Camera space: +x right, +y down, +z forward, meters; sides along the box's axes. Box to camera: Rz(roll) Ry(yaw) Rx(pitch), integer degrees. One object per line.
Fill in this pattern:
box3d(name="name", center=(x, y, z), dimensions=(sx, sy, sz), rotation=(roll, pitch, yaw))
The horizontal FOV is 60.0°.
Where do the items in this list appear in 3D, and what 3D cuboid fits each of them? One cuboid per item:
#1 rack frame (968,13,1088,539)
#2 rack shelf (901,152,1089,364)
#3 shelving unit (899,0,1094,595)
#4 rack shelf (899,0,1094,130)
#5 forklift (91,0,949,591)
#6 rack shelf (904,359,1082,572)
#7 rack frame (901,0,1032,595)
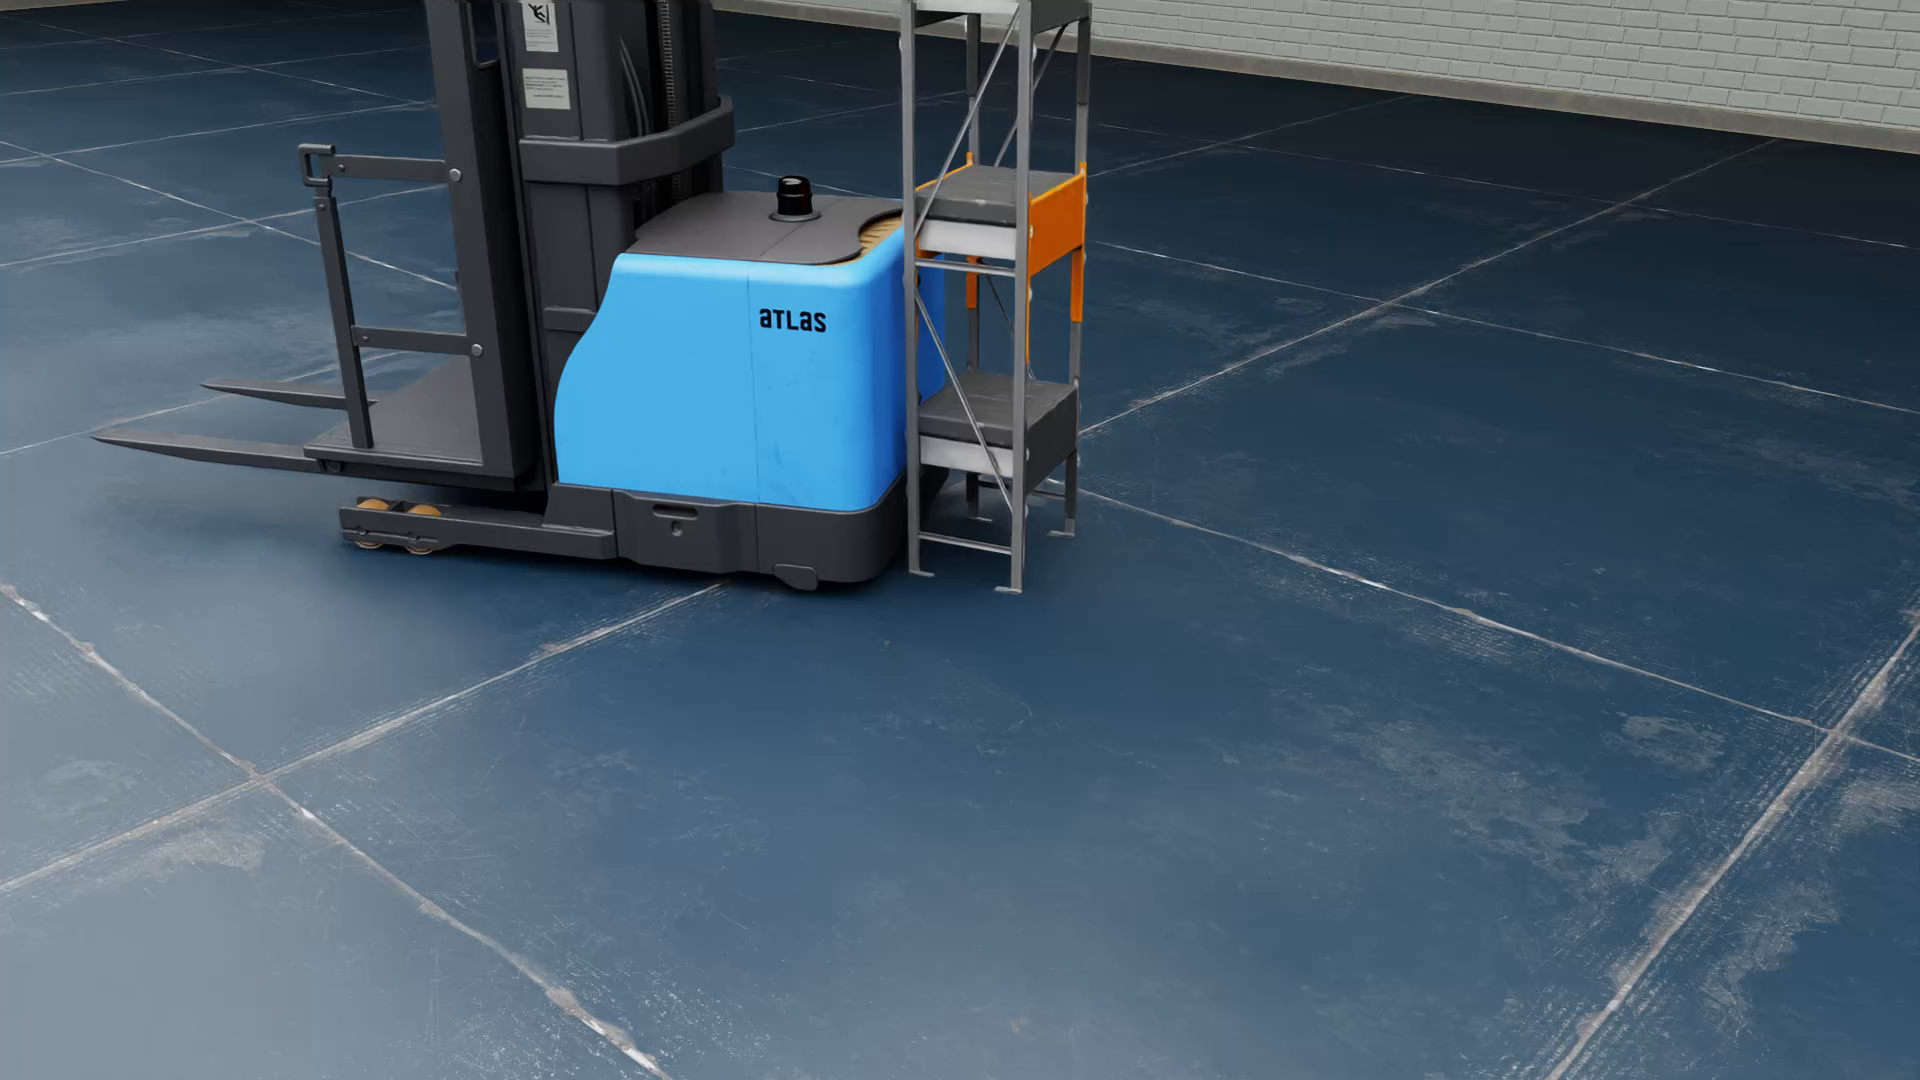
box3d(name="rack frame", center=(0.214, -0.998, 5.410), dimensions=(0.400, 2.100, 0.015), rotation=(10, 26, 22))
box3d(name="rack shelf", center=(0.115, -0.894, 5.212), dimensions=(0.431, 0.518, 0.480), rotation=(10, 26, 22))
box3d(name="shelving unit", center=(0.115, -0.907, 5.206), dimensions=(0.431, 2.100, 0.503), rotation=(10, 26, 22))
box3d(name="rack shelf", center=(0.115, -1.533, 4.925), dimensions=(0.431, 0.518, 0.480), rotation=(10, 26, 22))
box3d(name="forklift", center=(-1.614, -1.488, 5.486), dimensions=(3.031, 2.935, 1.130), rotation=(6, 25, 13))
box3d(name="rack shelf", center=(0.115, -0.256, 5.498), dimensions=(0.431, 0.518, 0.480), rotation=(10, 26, 22))
box3d(name="rack frame", center=(0.016, -0.816, 5.003), dimensions=(0.400, 2.100, 0.015), rotation=(10, 26, 22))
